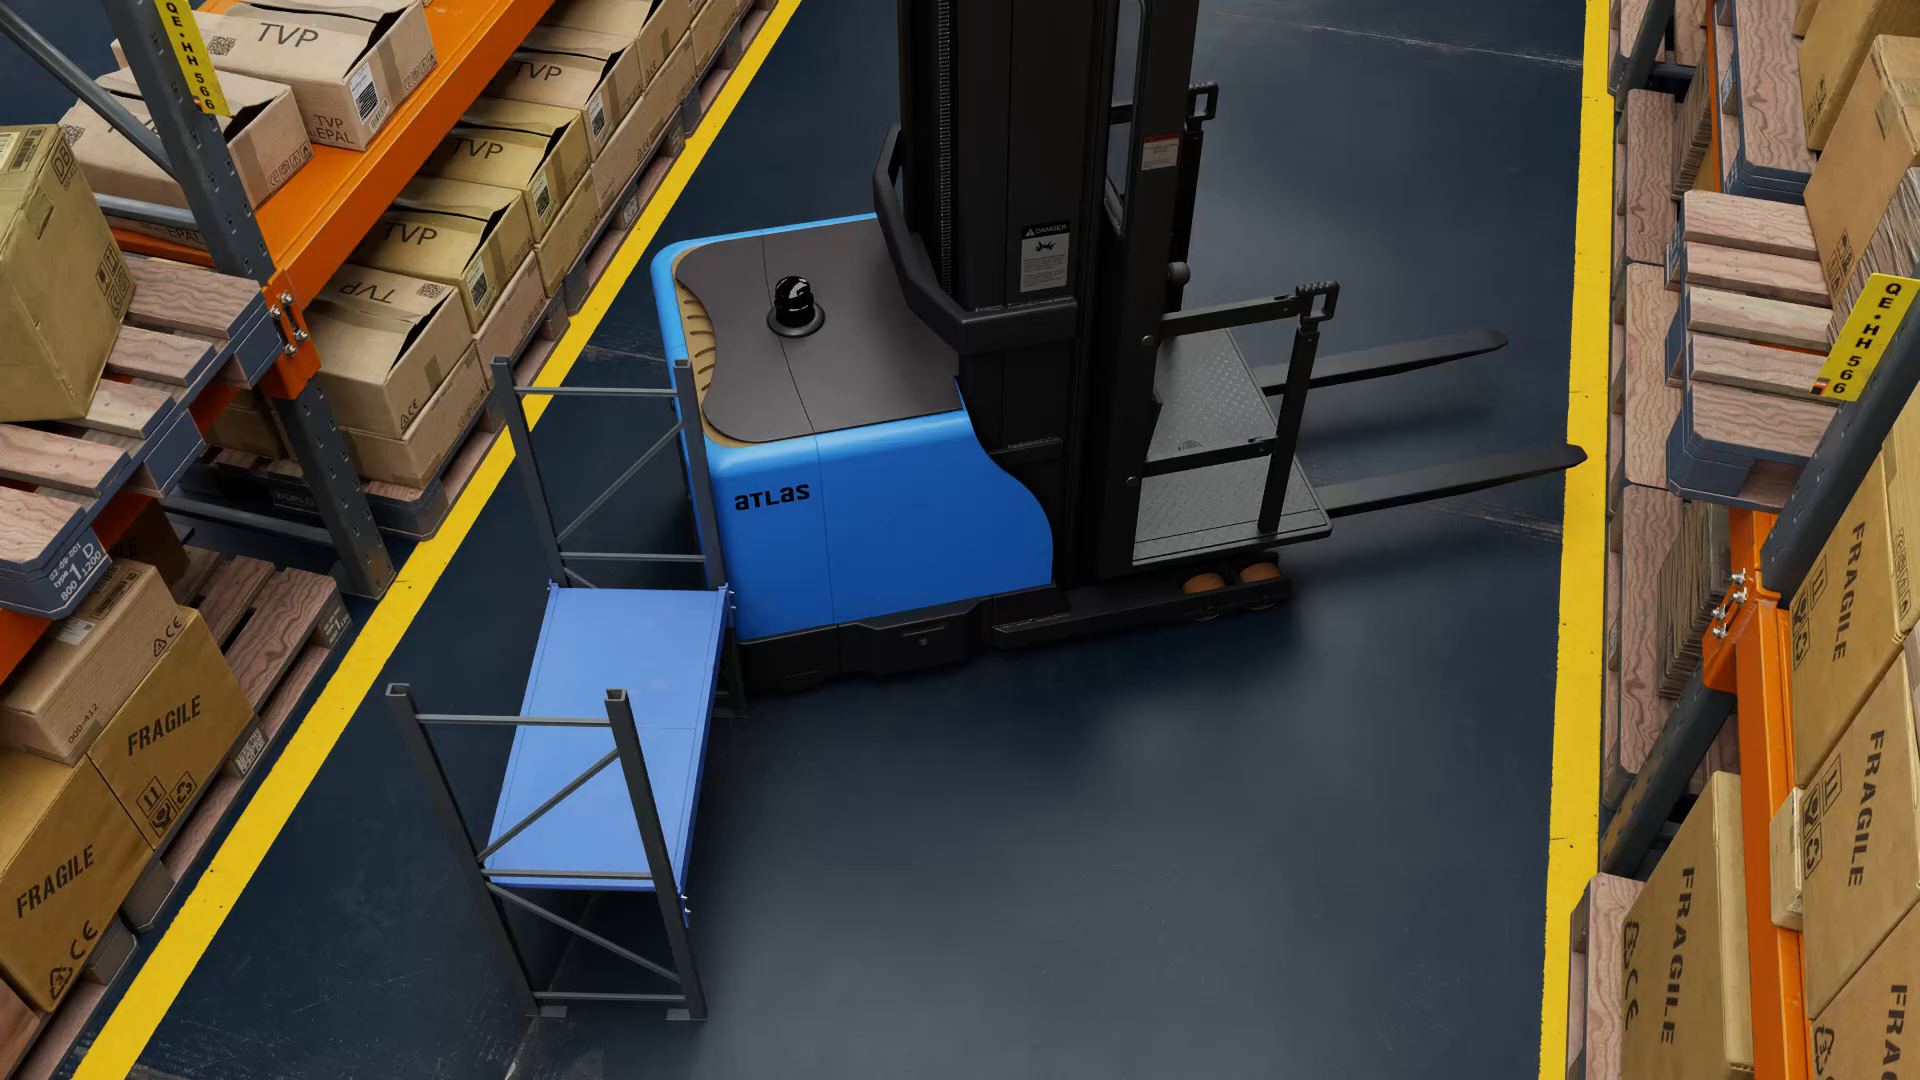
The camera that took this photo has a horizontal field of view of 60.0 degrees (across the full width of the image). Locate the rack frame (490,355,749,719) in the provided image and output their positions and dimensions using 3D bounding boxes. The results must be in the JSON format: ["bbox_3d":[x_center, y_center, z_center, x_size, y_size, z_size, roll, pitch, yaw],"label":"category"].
[{"bbox_3d":[-0.920,0.051,4.704,0.500,1.500,0.032,1,49,1],"label":"rack frame"}]

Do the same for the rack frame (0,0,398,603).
[{"bbox_3d":[-2.408,-0.926,4.567,1.000,3.000,0.127,12,50,10],"label":"rack frame"}]

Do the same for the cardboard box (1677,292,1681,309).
[{"bbox_3d":[2.987,-0.882,5.902,0.700,0.500,0.500,12,50,10],"label":"cardboard box"}]

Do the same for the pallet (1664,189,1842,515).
[{"bbox_3d":[2.457,-0.424,4.252,1.213,0.211,1.003,12,50,10],"label":"pallet"}]

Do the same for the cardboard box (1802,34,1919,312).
[{"bbox_3d":[2.607,-0.881,4.167,0.700,0.500,0.500,7,49,6],"label":"cardboard box"}]

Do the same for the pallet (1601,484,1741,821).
[{"bbox_3d":[2.580,0.407,5.250,1.003,0.211,1.213,12,50,10],"label":"pallet"}]

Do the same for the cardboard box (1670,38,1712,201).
[{"bbox_3d":[3.248,-1.627,6.559,0.700,0.500,0.500,13,50,11],"label":"cardboard box"}]

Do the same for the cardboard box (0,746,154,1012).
[{"bbox_3d":[-2.564,0.853,4.371,0.500,0.500,0.500,10,49,9],"label":"cardboard box"}]

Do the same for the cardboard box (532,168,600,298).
[{"bbox_3d":[-1.724,-1.217,6.377,0.500,0.250,0.500,10,49,9],"label":"cardboard box"}]

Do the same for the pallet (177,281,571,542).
[{"bbox_3d":[-2.153,-0.591,6.131,1.003,0.211,1.213,12,50,10],"label":"pallet"}]

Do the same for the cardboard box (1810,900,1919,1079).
[{"bbox_3d":[1.719,0.947,2.635,0.500,0.500,0.500,11,50,10],"label":"cardboard box"}]

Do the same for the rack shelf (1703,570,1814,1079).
[{"bbox_3d":[1.846,1.733,2.699,1.077,0.370,4.000,12,50,10],"label":"rack shelf"}]

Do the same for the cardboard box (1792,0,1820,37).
[{"bbox_3d":[2.961,-1.777,4.957,0.700,0.500,0.500,18,51,15],"label":"cardboard box"}]

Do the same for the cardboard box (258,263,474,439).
[{"bbox_3d":[-1.986,-0.662,5.513,0.500,0.311,0.500,13,50,11],"label":"cardboard box"}]

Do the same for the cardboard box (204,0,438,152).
[{"bbox_3d":[-1.985,-1.505,5.137,0.500,0.311,0.500,11,49,10],"label":"cardboard box"}]

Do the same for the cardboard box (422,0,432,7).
[{"bbox_3d":[-1.982,-2.176,5.603,0.500,0.500,0.500,9,49,8],"label":"cardboard box"}]

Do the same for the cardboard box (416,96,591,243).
[{"bbox_3d":[-1.720,-1.412,6.175,0.500,0.311,0.500,10,49,9],"label":"cardboard box"}]

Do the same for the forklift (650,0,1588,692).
[{"bbox_3d":[0.606,-1.080,4.748,3.031,2.935,1.130,-10,49,-9],"label":"forklift"}]

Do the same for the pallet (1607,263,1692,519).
[{"bbox_3d":[2.903,-0.473,6.027,1.003,0.211,1.213,12,50,10],"label":"pallet"}]

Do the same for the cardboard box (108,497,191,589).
[{"bbox_3d":[-2.803,0.028,5.098,0.500,0.500,0.500,13,50,12],"label":"cardboard box"}]

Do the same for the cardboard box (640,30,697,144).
[{"bbox_3d":[-1.453,-1.956,7.029,0.500,0.250,0.500,13,50,11],"label":"cardboard box"}]

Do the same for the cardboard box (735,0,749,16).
[{"bbox_3d":[-1.184,-2.691,7.678,0.500,0.250,0.500,11,50,10],"label":"cardboard box"}]

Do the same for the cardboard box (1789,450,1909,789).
[{"bbox_3d":[1.998,0.212,3.284,0.500,0.500,0.500,13,50,11],"label":"cardboard box"}]

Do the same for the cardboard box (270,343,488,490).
[{"bbox_3d":[-1.986,-0.476,5.723,0.500,0.250,0.500,11,50,10],"label":"cardboard box"}]

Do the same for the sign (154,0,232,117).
[{"bbox_3d":[-1.882,-1.183,4.074,0.100,0.325,0.005,12,50,10],"label":"sign"}]

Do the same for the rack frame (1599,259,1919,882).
[{"bbox_3d":[2.372,0.049,3.706,1.000,3.000,0.127,12,50,10],"label":"rack frame"}]

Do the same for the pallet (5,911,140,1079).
[{"bbox_3d":[-2.964,1.409,4.366,1.003,0.211,1.213,12,50,10],"label":"pallet"}]

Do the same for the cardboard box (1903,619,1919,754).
[{"bbox_3d":[1.864,0.329,2.680,0.500,0.250,0.500,11,49,10],"label":"cardboard box"}]

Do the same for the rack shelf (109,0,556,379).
[{"bbox_3d":[-1.881,-2.135,6.113,1.077,0.370,4.000,12,50,10],"label":"rack shelf"}]

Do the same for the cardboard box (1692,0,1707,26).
[{"bbox_3d":[3.537,-2.445,7.504,0.380,0.166,0.250,6,49,5],"label":"cardboard box"}]

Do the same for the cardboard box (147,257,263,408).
[{"bbox_3d":[-2.507,-0.768,5.607,0.500,0.311,0.500,13,50,11],"label":"cardboard box"}]

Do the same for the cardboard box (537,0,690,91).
[{"bbox_3d":[-1.449,-2.146,6.824,0.500,0.311,0.500,11,50,10],"label":"cardboard box"}]

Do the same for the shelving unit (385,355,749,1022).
[{"bbox_3d":[-0.934,0.432,4.368,0.538,1.500,1.048,1,49,1],"label":"shelving unit"}]

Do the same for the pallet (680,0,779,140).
[{"bbox_3d":[-1.511,-2.356,7.689,1.003,0.211,1.213,12,50,10],"label":"pallet"}]

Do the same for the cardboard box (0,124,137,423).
[{"bbox_3d":[-2.465,-0.620,3.950,0.700,0.500,0.500,-3,49,-3],"label":"cardboard box"}]
